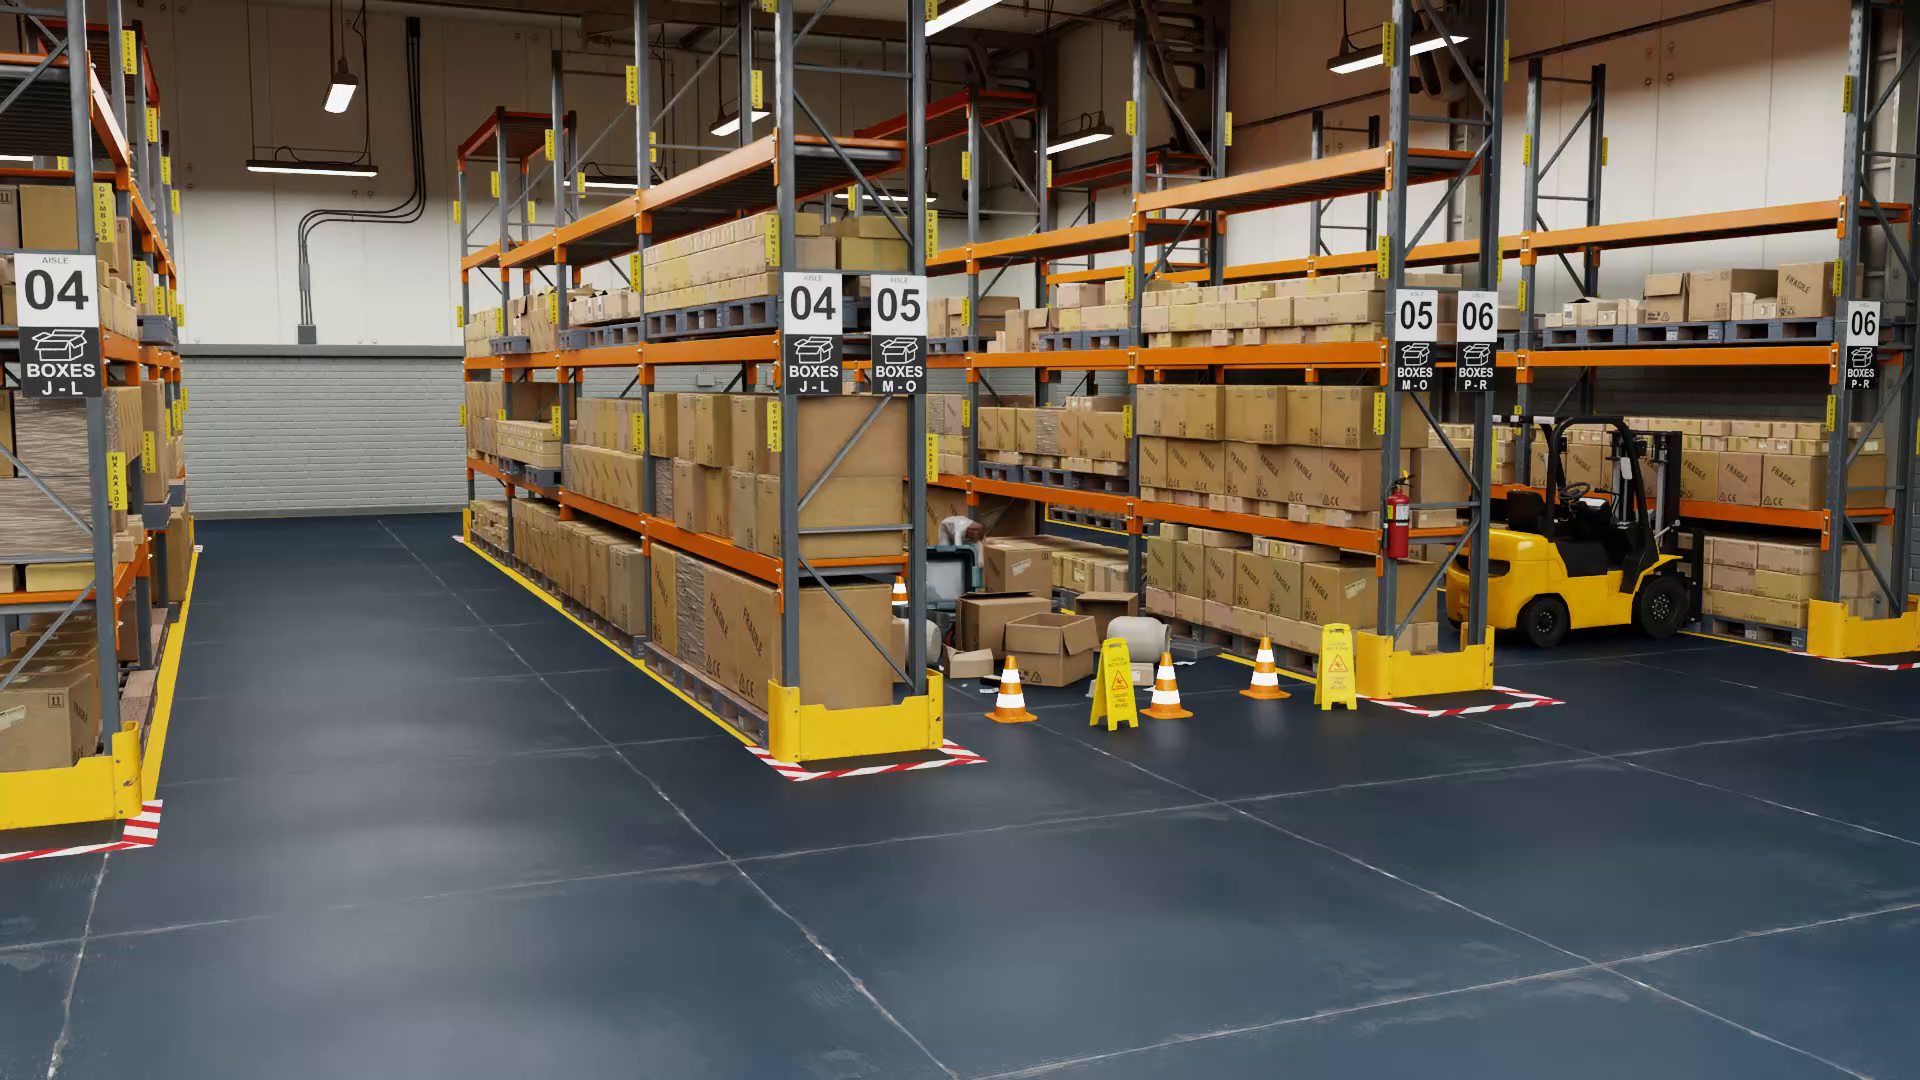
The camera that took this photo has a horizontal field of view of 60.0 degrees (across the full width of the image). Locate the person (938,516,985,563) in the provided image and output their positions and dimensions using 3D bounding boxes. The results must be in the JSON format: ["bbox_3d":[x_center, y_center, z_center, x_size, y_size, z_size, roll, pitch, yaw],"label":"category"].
[{"bbox_3d":[0.047,0.250,18.191,0.389,1.001,0.870,-3,6,-26],"label":"person"}]
